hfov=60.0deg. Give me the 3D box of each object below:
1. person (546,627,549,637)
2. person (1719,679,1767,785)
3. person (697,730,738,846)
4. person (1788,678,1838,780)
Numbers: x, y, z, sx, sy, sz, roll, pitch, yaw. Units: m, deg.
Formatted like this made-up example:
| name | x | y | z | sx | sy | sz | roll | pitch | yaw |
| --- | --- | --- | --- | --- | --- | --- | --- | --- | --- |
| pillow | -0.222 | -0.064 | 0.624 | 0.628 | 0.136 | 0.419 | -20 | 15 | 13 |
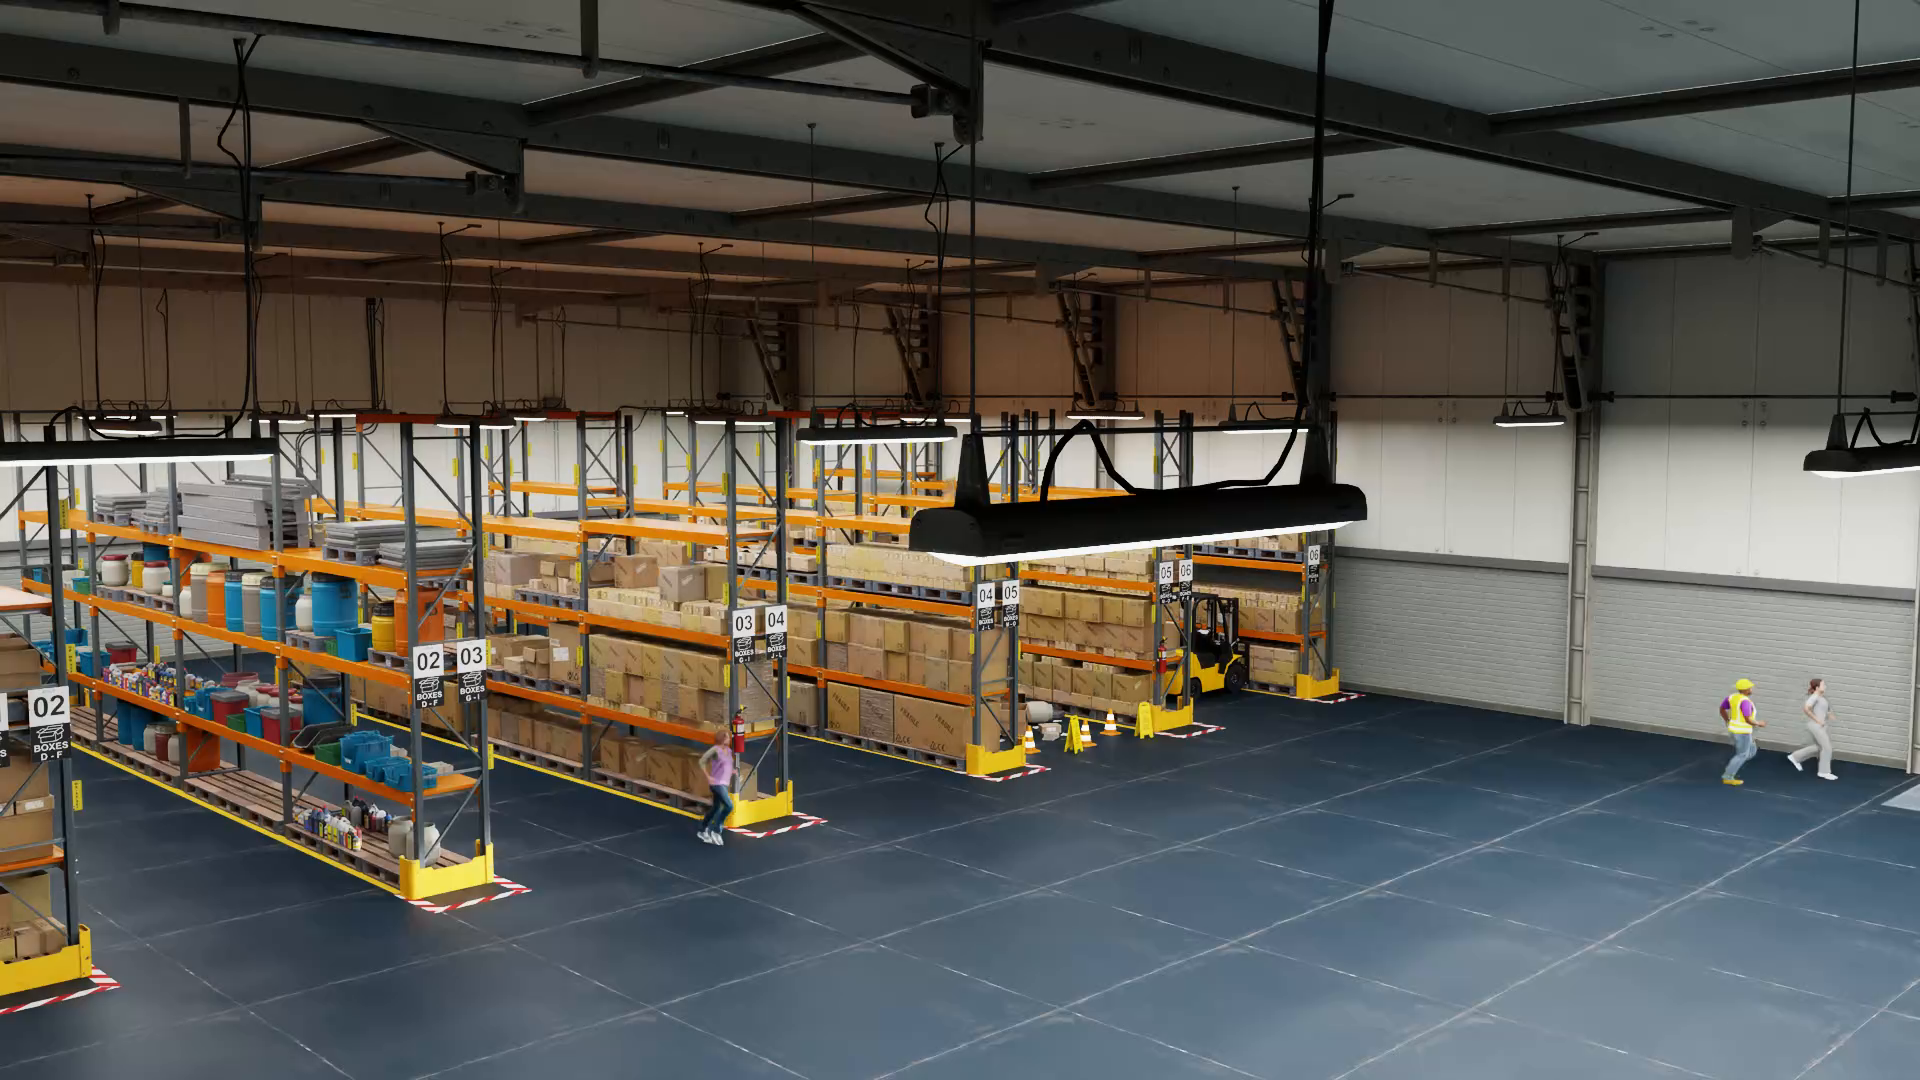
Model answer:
| name | x | y | z | sx | sy | sz | roll | pitch | yaw |
| --- | --- | --- | --- | --- | --- | --- | --- | --- | --- |
| person | -9.922 | 2.001 | 40.721 | 0.680 | 1.621 | 0.671 | 2 | 5 | 18 |
| person | 12.728 | 3.114 | 26.993 | 0.629 | 1.734 | 0.695 | 1 | 5 | 7 |
| person | -3.426 | 3.501 | 23.631 | 0.625 | 1.593 | 0.544 | 2 | 5 | 17 |
| person | 14.159 | 3.111 | 27.570 | 0.769 | 1.662 | 0.574 | 3 | 6 | 32 |
